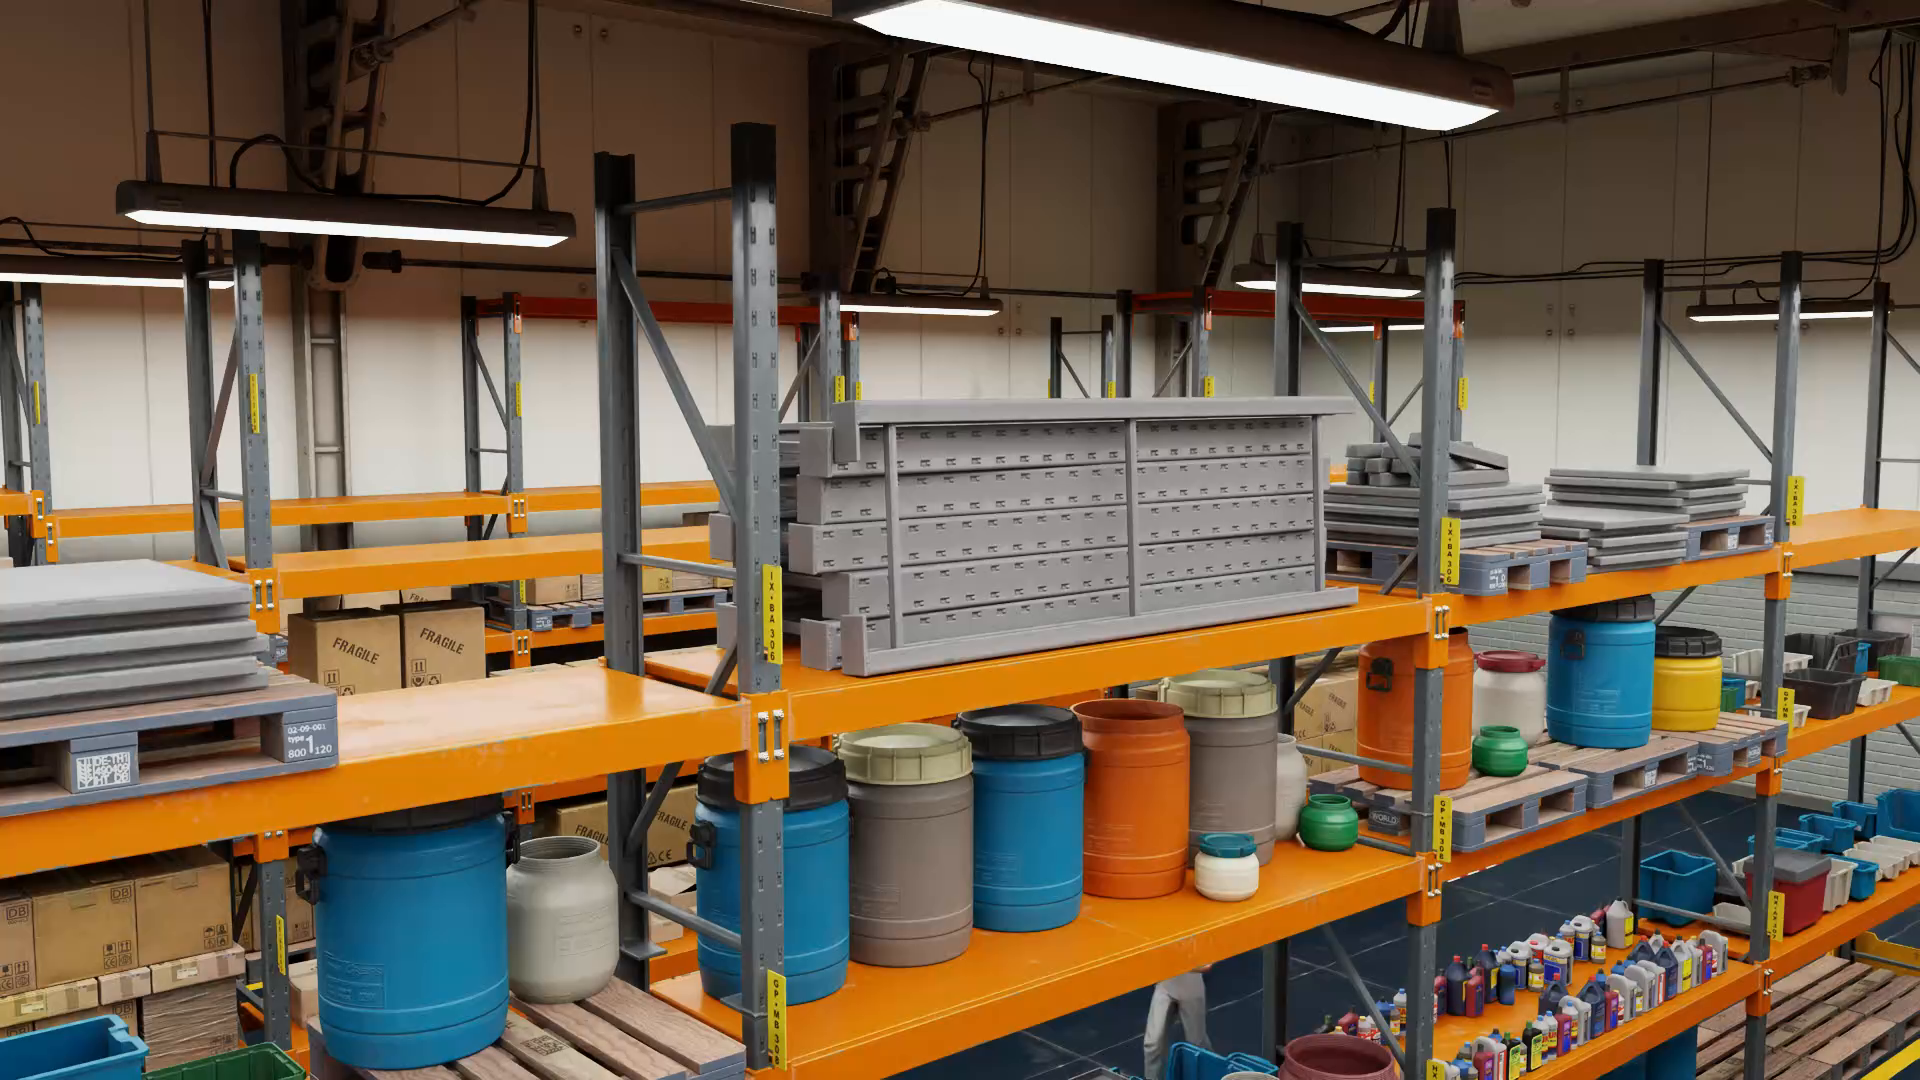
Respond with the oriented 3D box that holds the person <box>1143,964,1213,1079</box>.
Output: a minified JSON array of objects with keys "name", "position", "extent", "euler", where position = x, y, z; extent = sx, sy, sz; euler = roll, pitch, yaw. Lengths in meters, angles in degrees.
[{"name":"person","position":[1.559,3.216,11.701],"extent":[0.541,1.715,0.830],"euler":[4,7,36]}]
